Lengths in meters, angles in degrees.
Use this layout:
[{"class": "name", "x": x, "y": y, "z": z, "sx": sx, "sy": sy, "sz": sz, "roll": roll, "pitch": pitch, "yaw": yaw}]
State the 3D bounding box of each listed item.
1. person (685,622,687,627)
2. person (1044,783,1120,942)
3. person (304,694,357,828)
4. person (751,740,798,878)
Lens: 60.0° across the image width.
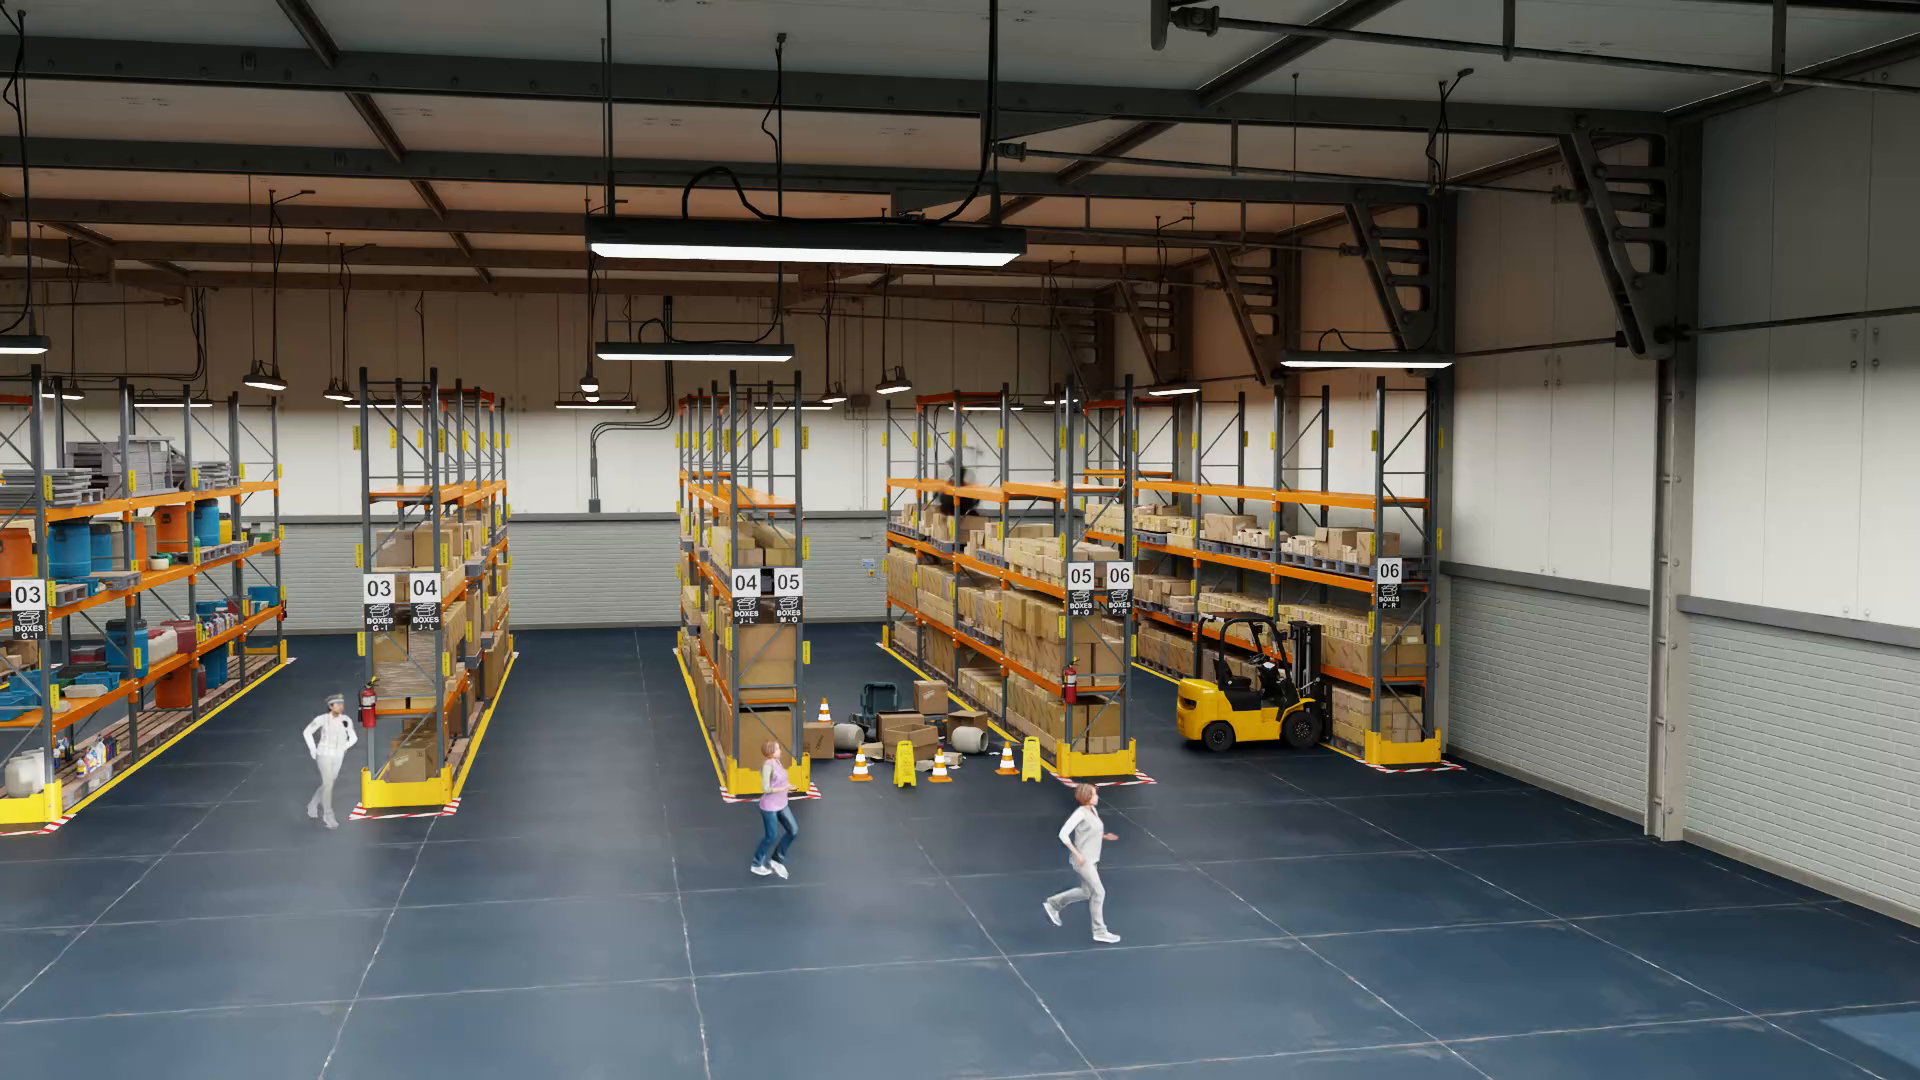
[{"class": "person", "x": -6.515, "y": 1.776, "z": 40.591, "sx": 0.679, "sy": 1.627, "sz": 0.643, "roll": -1, "pitch": 4, "yaw": -16}, {"class": "person", "x": 1.208, "y": 3.213, "z": 16.622, "sx": 0.804, "sy": 1.569, "sz": 0.538, "roll": 1, "pitch": 4, "yaw": 20}, {"class": "person", "x": -8.248, "y": 2.869, "z": 21.861, "sx": 0.802, "sy": 1.704, "sz": 0.609, "roll": 3, "pitch": 4, "yaw": 40}, {"class": "person", "x": -2.101, "y": 3.074, "z": 18.974, "sx": 0.639, "sy": 1.608, "sz": 0.517, "roll": 1, "pitch": 4, "yaw": 23}]
